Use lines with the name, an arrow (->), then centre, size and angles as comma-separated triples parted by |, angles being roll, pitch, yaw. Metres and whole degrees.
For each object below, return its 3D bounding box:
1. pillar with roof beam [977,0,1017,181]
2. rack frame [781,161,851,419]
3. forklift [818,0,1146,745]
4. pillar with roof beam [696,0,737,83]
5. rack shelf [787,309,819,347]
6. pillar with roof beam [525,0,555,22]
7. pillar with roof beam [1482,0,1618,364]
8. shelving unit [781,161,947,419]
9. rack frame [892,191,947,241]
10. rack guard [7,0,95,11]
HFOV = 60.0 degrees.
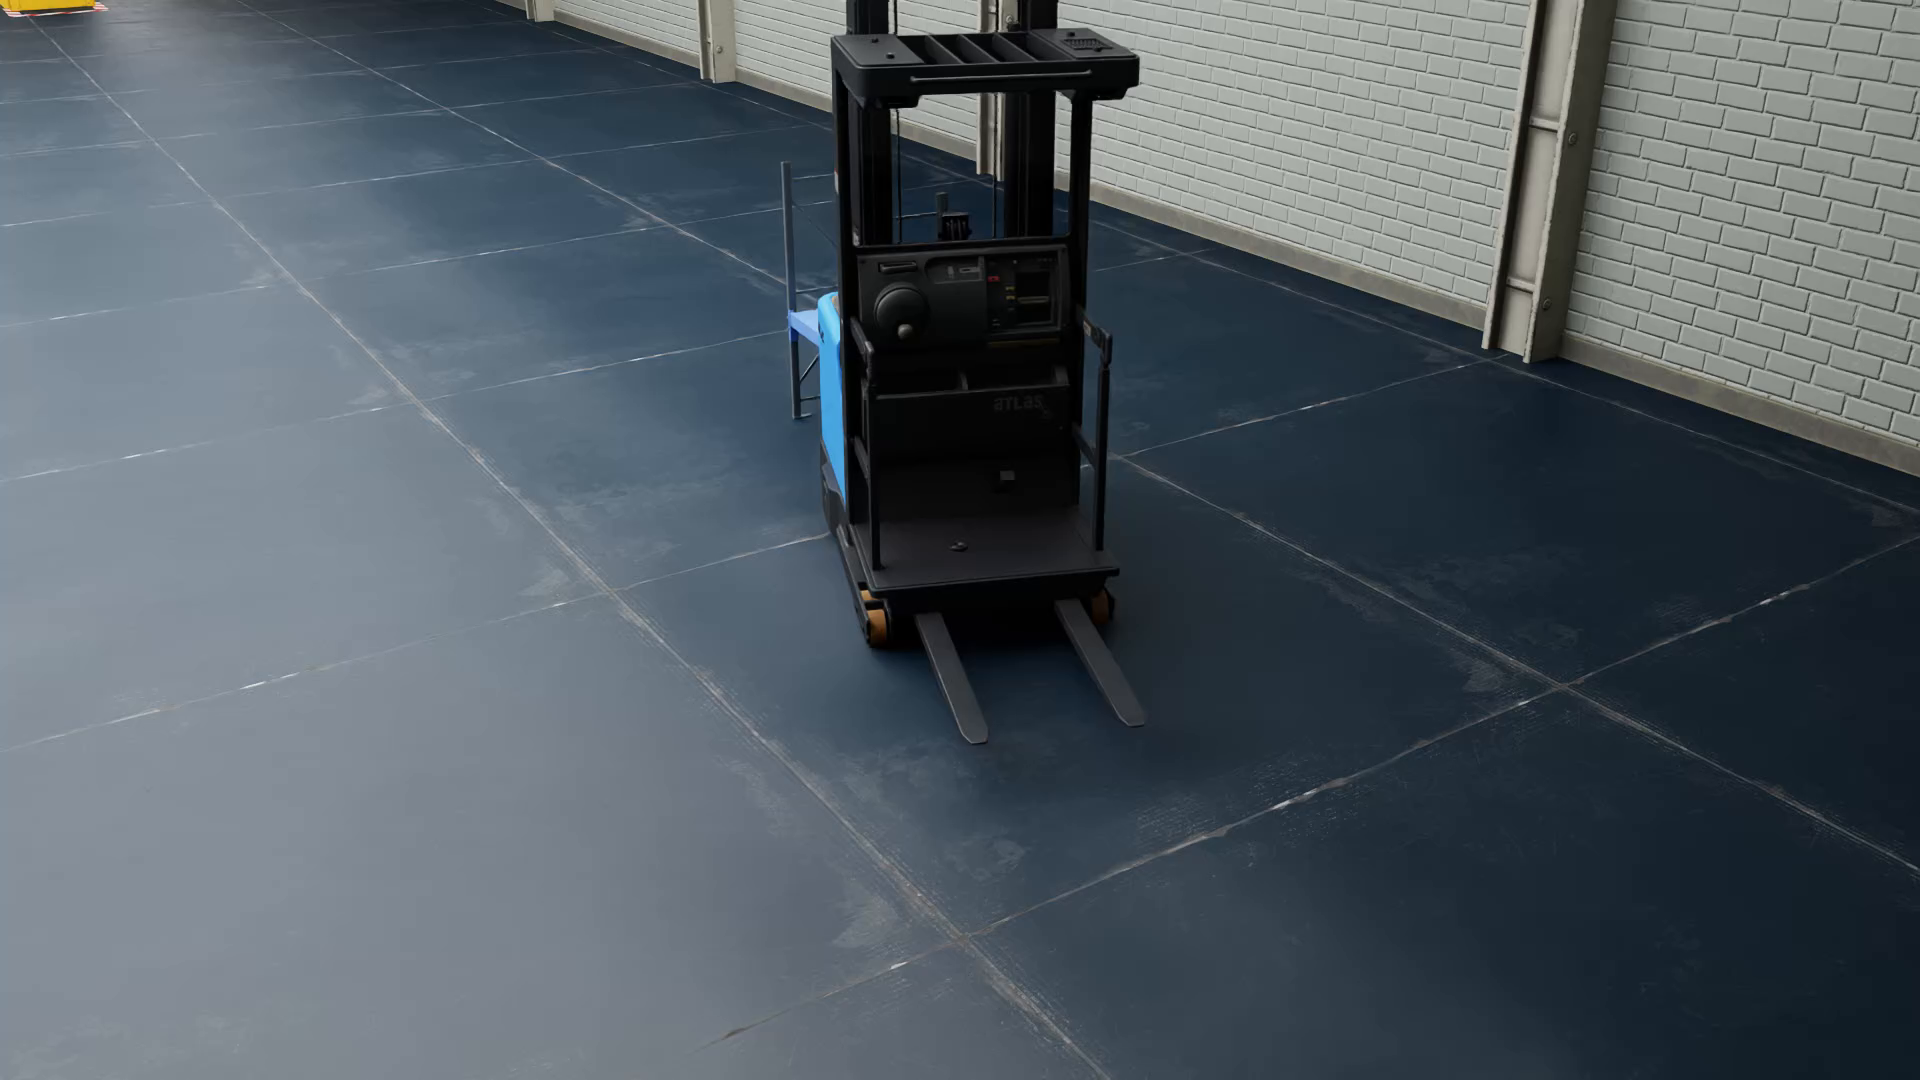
pillar with roof beam -> -3.219, -6.447, 11.365 | 9.100, 9.000, 0.400 | -16, 29, -30
rack frame -> -0.755, -1.443, 9.549 | 0.500, 1.500, 0.032 | -12, 28, -24
forklift -> 0.067, -1.033, 7.004 | 1.130, 2.935, 3.031 | -5, 26, -10
pillar with roof beam -> -6.494, -8.593, 15.911 | 9.100, 9.000, 0.400 | -16, 29, -30
rack shelf -> -0.525, -1.086, 9.216 | 0.538, 0.185, 1.000 | -12, 28, -24
pillar with roof beam -> -9.770, -10.739, 20.457 | 9.100, 9.000, 0.400 | -16, 29, -30
pillar with roof beam -> 0.056, -4.301, 6.819 | 9.100, 9.000, 0.400 | -16, 29, -30
shelving unit -> -0.525, -1.249, 9.139 | 0.538, 1.500, 1.048 | -12, 28, -24
rack frame -> -0.294, -1.056, 8.730 | 0.500, 1.500, 0.032 | -12, 28, -24
rack guard -> -14.012, -8.455, 25.575 | 1.175, 0.500, 0.348 | -16, 29, -30
